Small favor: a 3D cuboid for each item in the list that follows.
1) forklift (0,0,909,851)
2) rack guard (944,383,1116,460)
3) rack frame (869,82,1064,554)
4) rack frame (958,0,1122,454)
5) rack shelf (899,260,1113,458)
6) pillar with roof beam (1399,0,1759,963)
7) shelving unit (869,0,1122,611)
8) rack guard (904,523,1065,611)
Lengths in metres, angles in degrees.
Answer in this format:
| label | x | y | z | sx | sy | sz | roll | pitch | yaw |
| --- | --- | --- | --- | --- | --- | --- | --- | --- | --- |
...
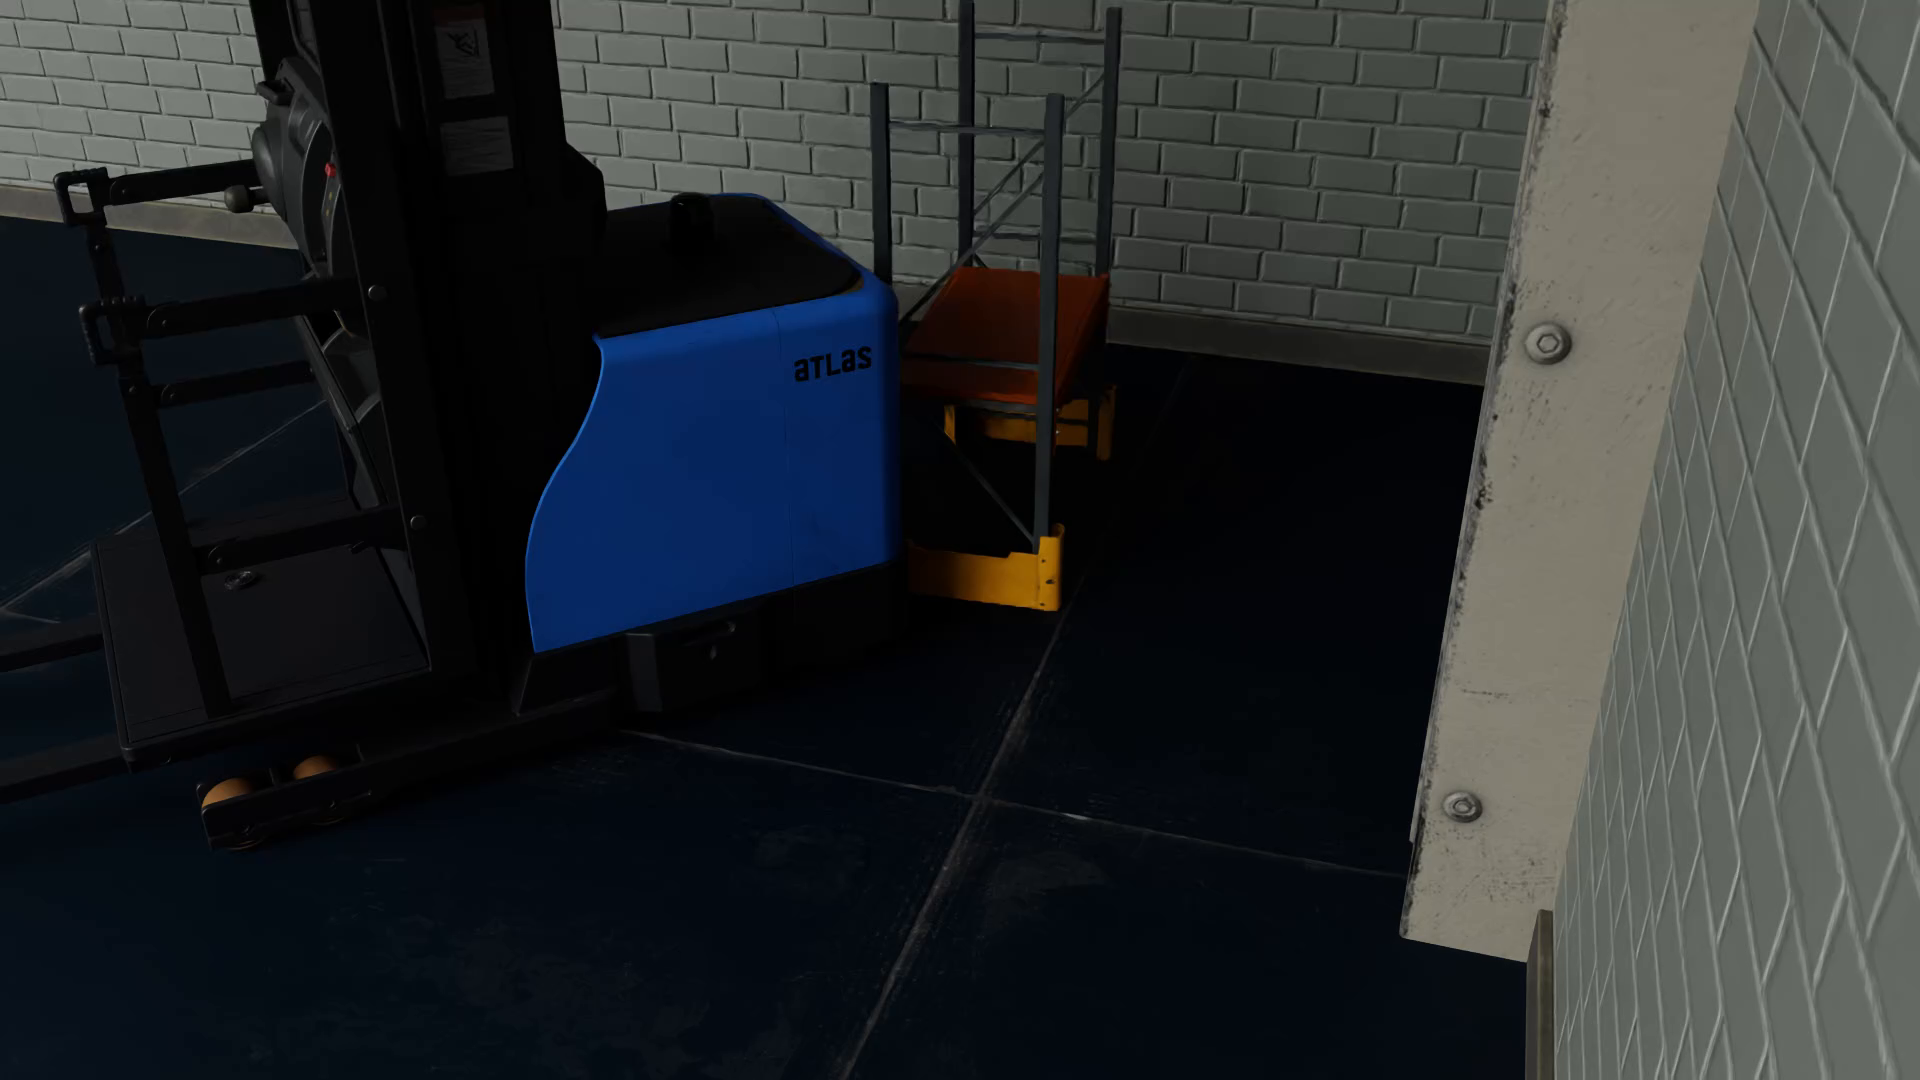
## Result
| label | x | y | z | sx | sy | sz | roll | pitch | yaw |
| --- | --- | --- | --- | --- | --- | --- | --- | --- | --- |
| forklift | -1.689 | -0.843 | 3.751 | 3.031 | 2.935 | 1.130 | -15 | 32 | -24 |
| rack guard | 0.236 | -0.433 | 5.741 | 0.587 | 0.250 | 0.087 | 7 | 31 | 11 |
| rack frame | 0.014 | -0.492 | 4.587 | 0.500 | 1.500 | 0.032 | 7 | 31 | 11 |
| rack frame | 0.242 | -0.985 | 5.447 | 0.500 | 1.500 | 0.032 | 7 | 31 | 11 |
| rack shelf | 0.128 | -0.582 | 5.107 | 0.538 | 0.185 | 1.000 | 7 | 31 | 11 |
| pillar with roof beam | -2.940 | -3.740 | 2.717 | 9.100 | 9.000 | 0.400 | 8 | 30 | 15 |
| shelving unit | 0.126 | -0.734 | 5.009 | 0.587 | 1.500 | 1.083 | 7 | 31 | 11 |
| rack guard | 0.013 | 0.050 | 4.900 | 0.587 | 0.250 | 0.087 | 7 | 31 | 11 |
